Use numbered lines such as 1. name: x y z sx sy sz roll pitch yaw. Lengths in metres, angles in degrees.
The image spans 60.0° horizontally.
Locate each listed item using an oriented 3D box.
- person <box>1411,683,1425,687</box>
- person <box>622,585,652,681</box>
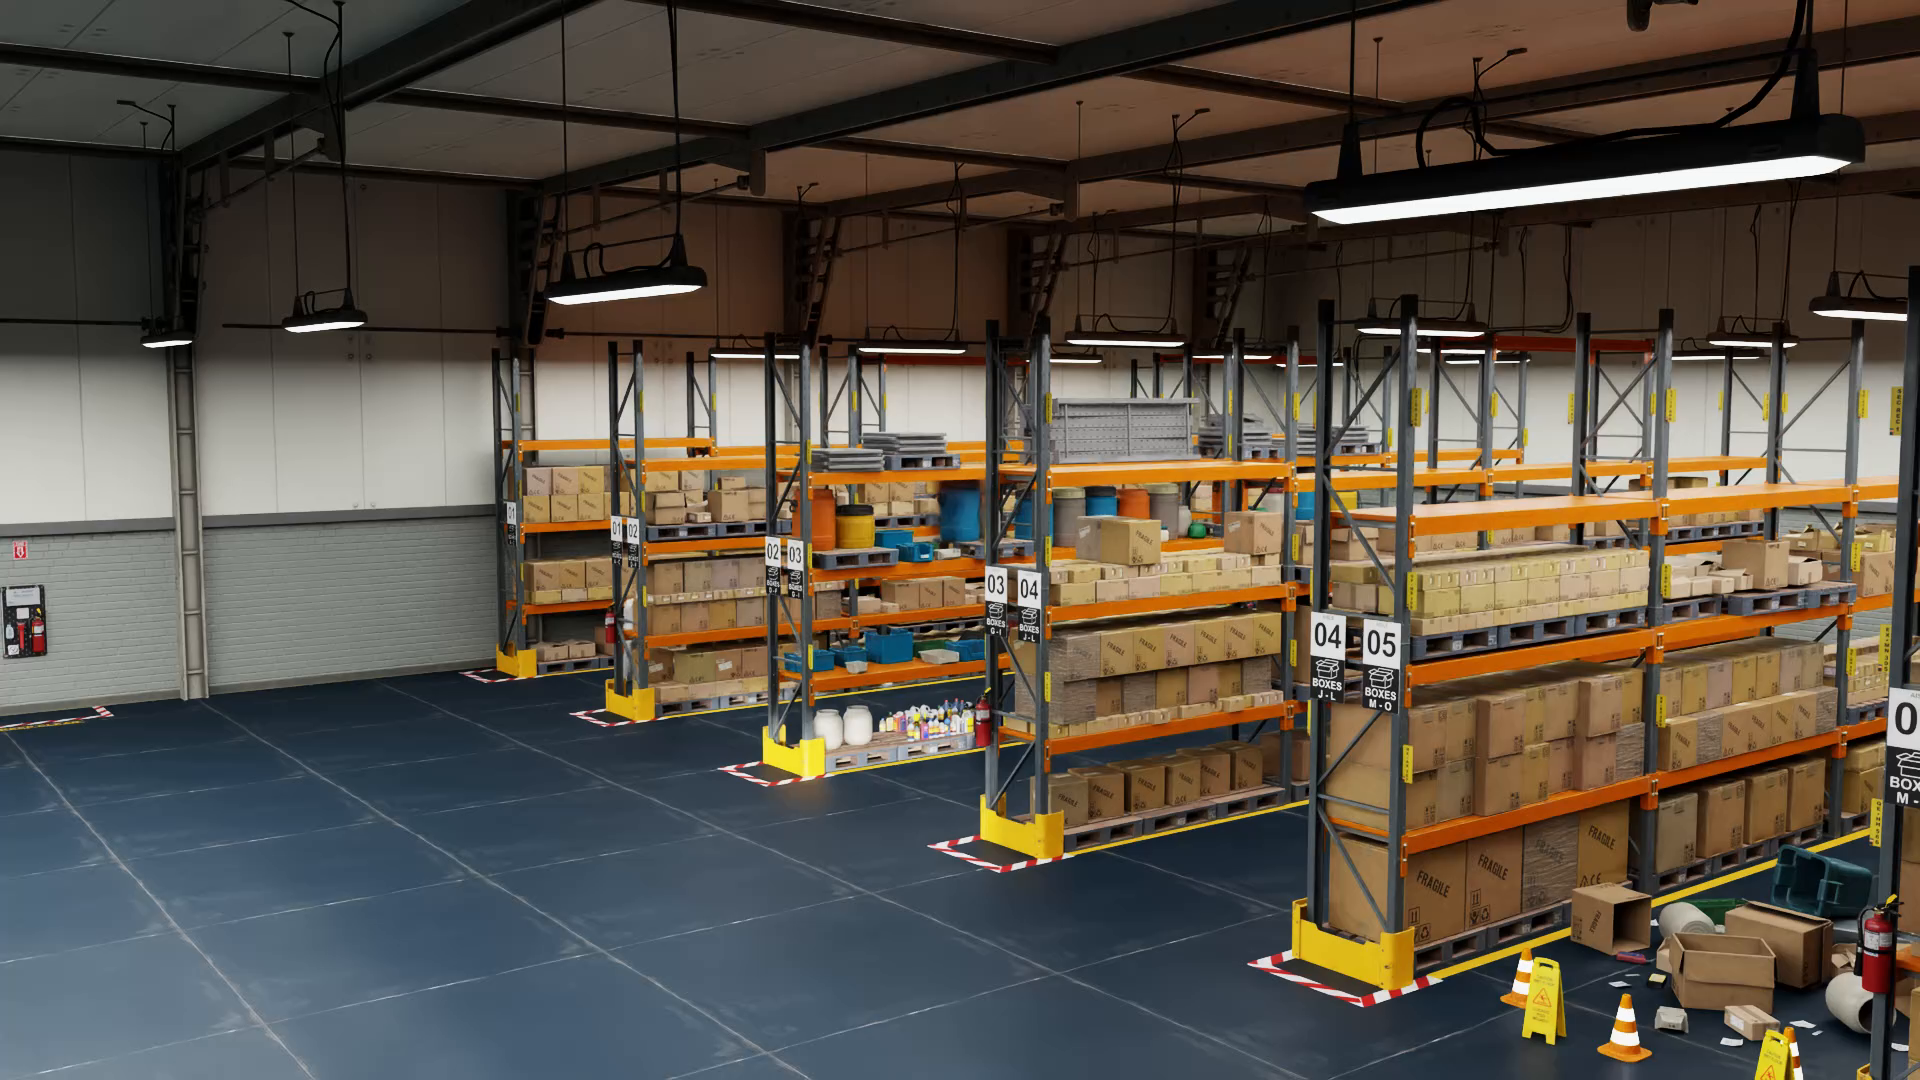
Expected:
1. person: 5.523 2.491 20.416 1.031 1.704 0.595 -4 7 -41
2. person: -5.790 1.659 29.784 0.673 1.708 1.163 2 6 26
